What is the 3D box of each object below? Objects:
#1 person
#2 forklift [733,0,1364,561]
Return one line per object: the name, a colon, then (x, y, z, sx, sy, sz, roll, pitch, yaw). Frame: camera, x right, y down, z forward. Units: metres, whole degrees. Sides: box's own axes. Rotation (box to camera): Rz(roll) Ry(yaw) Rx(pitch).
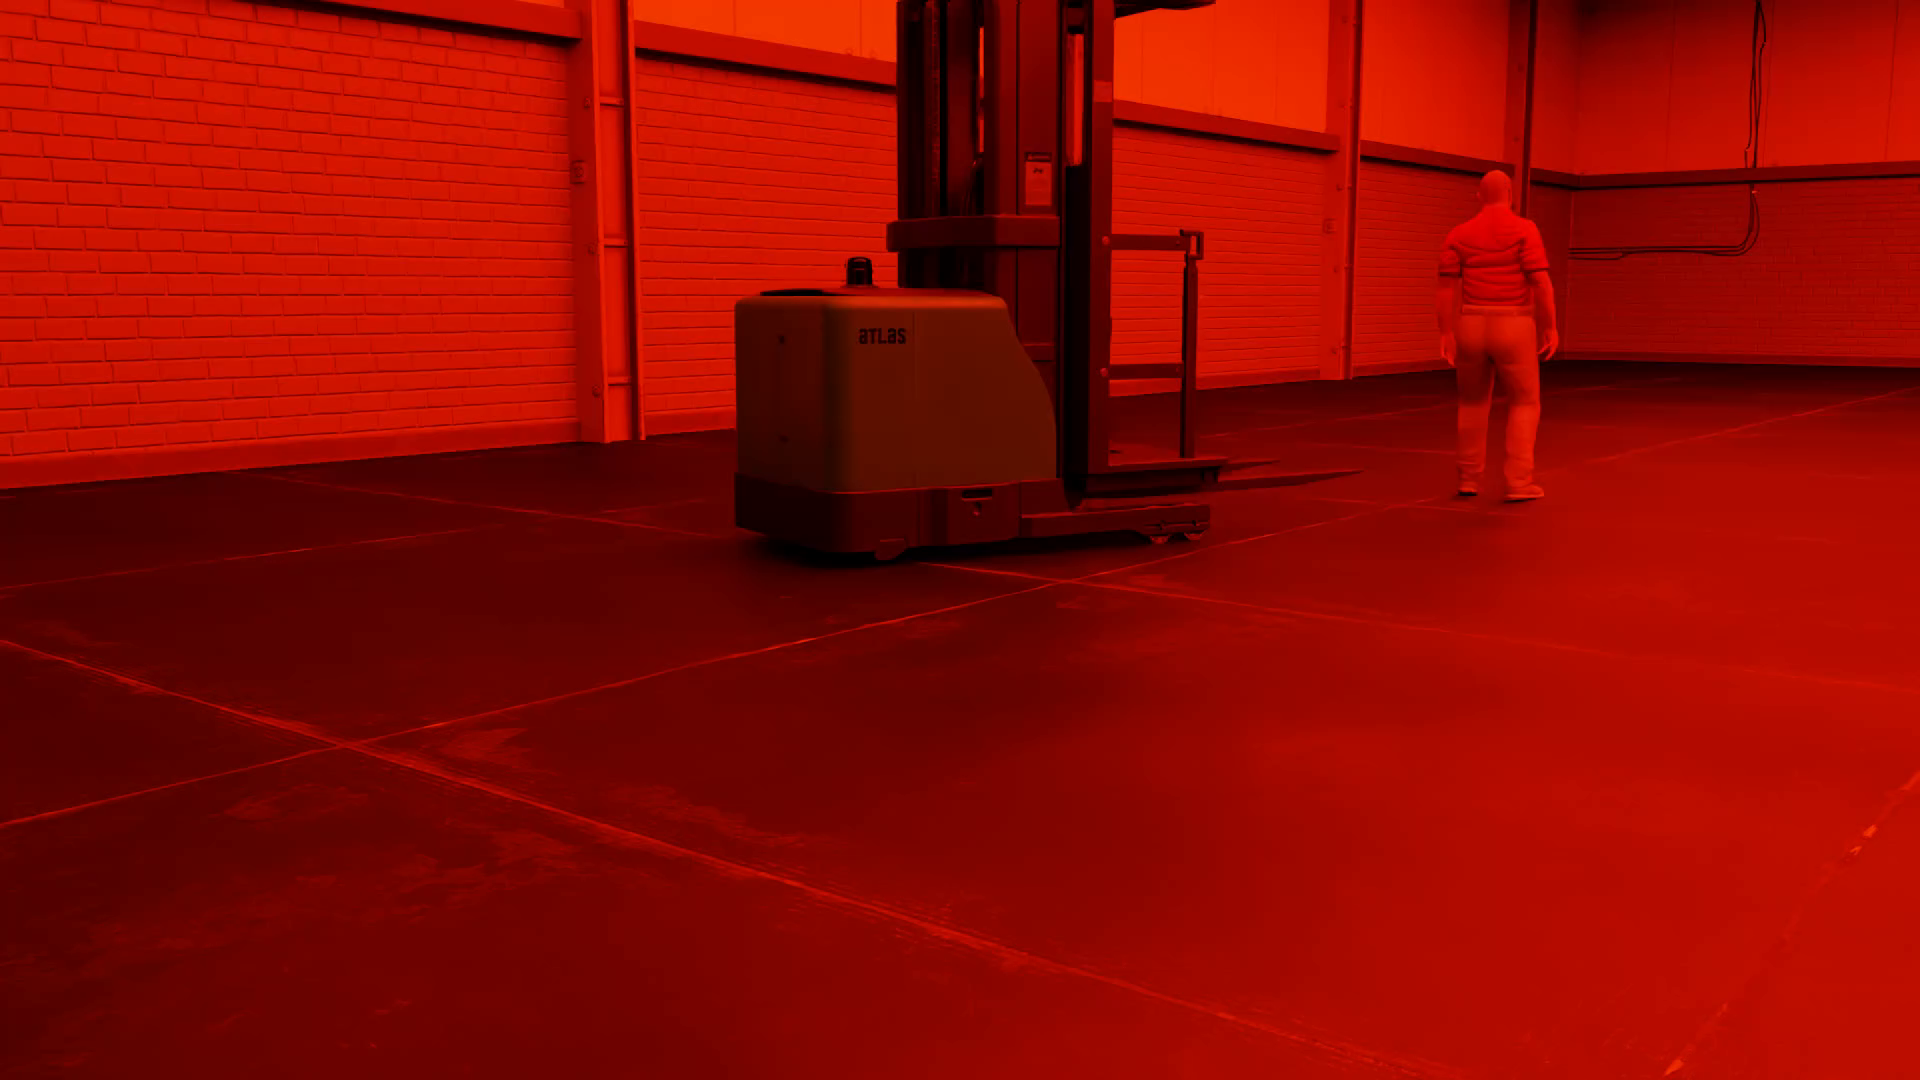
person: (2.885, -1.069, 8.864, 0.620, 1.754, 0.483, 7, 11, 39)
forklift: (0.529, -1.500, 7.534, 3.031, 2.935, 1.130, -5, 10, -31)
